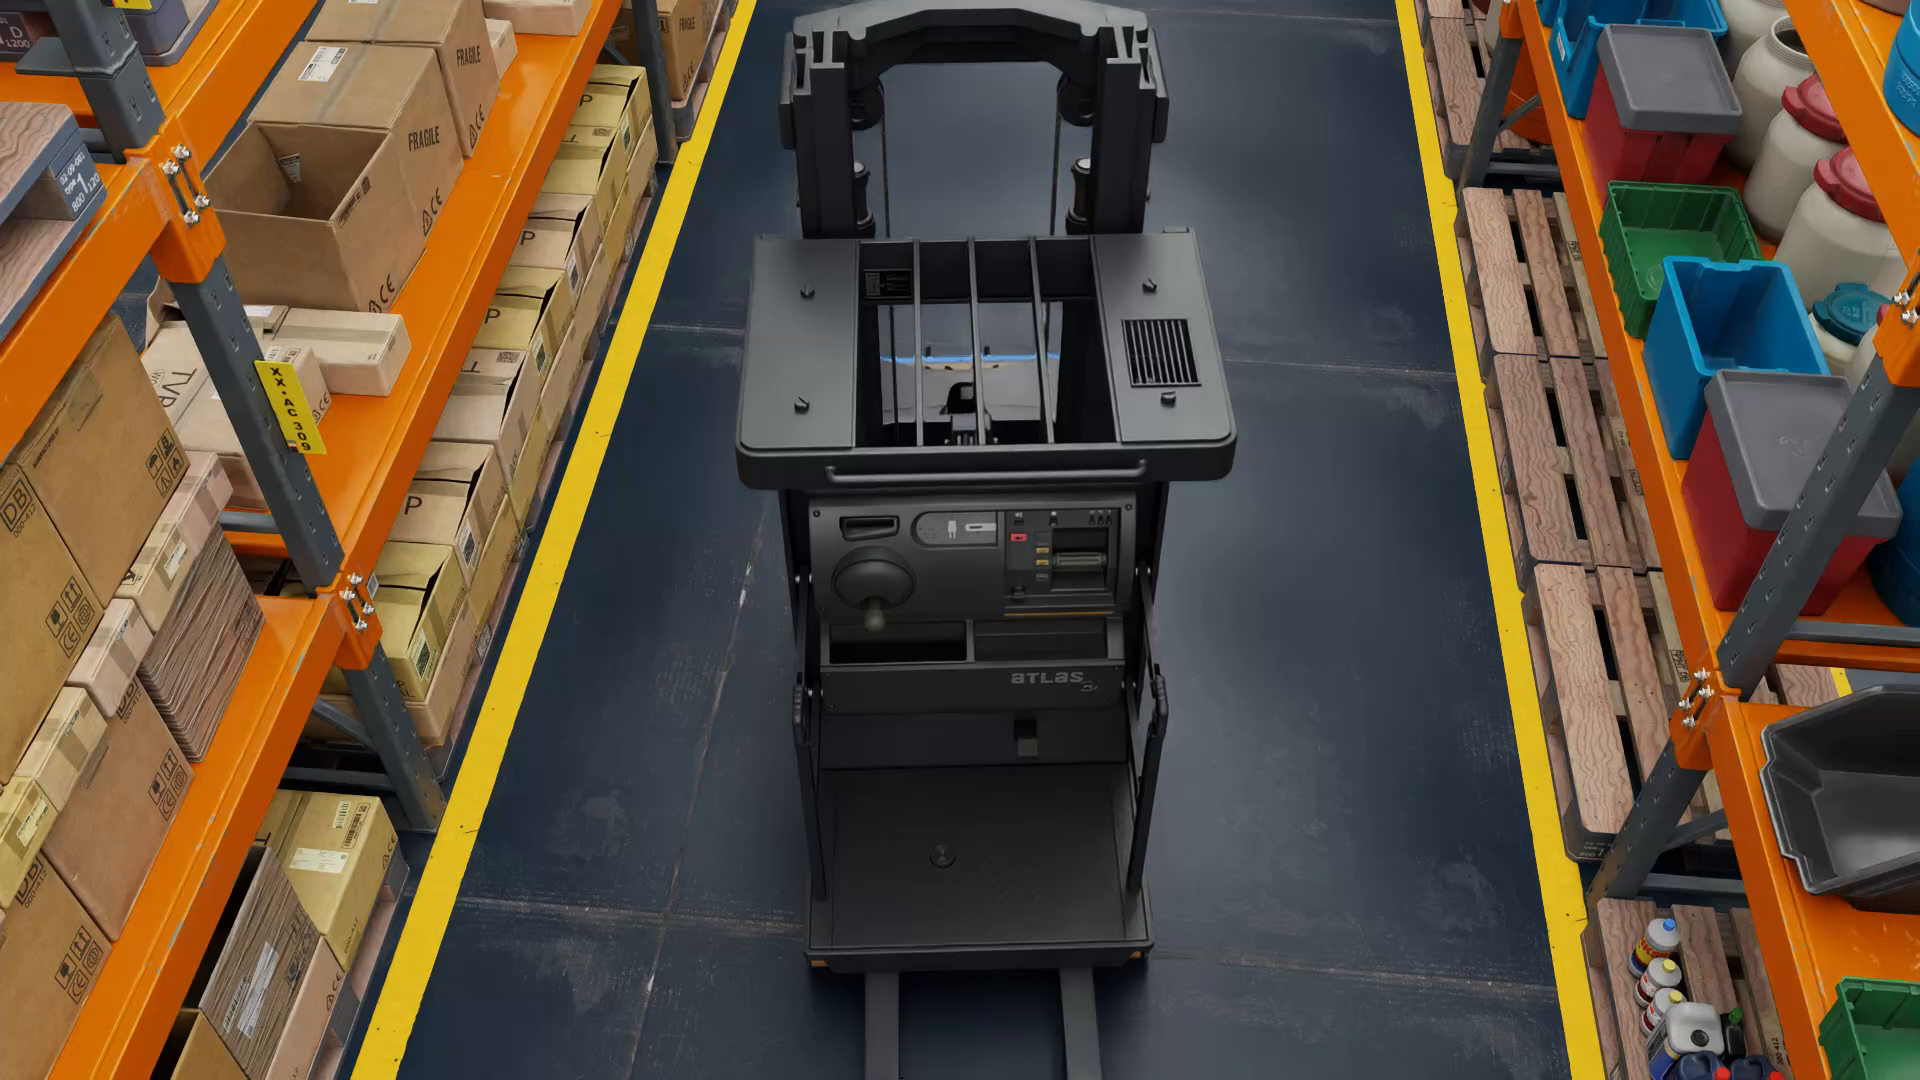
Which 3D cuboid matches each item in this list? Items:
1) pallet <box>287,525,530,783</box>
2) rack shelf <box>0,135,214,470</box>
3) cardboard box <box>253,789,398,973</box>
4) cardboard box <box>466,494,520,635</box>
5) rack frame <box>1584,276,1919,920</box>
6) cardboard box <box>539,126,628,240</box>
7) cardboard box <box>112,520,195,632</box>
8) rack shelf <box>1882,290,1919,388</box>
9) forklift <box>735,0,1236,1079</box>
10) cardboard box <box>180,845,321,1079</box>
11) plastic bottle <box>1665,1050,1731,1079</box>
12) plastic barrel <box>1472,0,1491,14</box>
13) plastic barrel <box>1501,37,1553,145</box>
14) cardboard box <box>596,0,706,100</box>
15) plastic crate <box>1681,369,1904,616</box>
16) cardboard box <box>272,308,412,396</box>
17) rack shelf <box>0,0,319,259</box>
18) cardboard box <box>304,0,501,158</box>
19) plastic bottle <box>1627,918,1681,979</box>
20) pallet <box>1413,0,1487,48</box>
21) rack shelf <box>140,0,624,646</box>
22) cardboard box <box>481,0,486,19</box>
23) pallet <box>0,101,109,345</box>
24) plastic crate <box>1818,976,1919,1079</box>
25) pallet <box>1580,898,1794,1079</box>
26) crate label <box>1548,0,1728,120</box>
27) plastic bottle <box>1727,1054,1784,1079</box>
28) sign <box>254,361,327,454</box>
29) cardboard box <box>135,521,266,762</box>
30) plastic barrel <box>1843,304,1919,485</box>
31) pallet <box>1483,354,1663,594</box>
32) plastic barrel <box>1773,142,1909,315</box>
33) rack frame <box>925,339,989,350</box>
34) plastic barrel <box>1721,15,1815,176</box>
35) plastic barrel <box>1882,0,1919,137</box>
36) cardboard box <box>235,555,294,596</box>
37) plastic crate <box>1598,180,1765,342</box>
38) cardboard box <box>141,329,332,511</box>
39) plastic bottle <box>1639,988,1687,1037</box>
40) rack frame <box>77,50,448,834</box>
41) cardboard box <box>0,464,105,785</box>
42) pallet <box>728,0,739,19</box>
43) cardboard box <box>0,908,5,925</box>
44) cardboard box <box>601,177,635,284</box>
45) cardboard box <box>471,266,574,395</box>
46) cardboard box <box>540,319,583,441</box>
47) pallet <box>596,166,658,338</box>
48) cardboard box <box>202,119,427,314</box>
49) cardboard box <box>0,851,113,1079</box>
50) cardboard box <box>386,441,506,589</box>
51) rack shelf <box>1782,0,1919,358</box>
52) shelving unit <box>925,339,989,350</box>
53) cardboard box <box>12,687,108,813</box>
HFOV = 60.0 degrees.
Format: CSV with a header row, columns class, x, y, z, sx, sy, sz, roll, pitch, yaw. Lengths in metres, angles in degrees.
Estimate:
class,x,y,z,sx,sy,sz,roll,pitch,yaw
pallet,-2.291,0.333,6.302,1.003,0.211,1.213,4,48,4
rack shelf,-2.502,0.636,2.590,1.077,0.370,4.000,4,48,4
cardboard box,-2.144,1.077,5.311,0.500,0.250,0.500,4,48,4
cardboard box,-1.988,0.067,6.235,0.500,0.250,0.500,5,48,5
rack frame,2.613,0.272,4.469,1.000,3.000,0.127,4,48,4
cardboard box,-1.798,-1.623,7.400,0.500,0.311,0.500,3,48,3
cardboard box,-2.156,0.079,4.138,0.380,0.149,0.250,3,48,3
rack shelf,2.431,0.972,2.283,1.077,0.370,4.000,4,48,4
forklift,0.045,0.143,4.633,1.130,2.935,3.031,-1,48,-1
cardboard box,-2.201,1.191,4.698,0.500,0.500,0.500,4,48,4
plastic bottle,2.126,1.582,4.767,0.144,0.351,0.185,5,48,5
plastic barrel,3.108,-3.186,8.981,0.600,0.588,0.708,4,48,4
plastic barrel,3.005,-2.438,8.133,0.600,0.830,0.708,4,48,4
cardboard box,-1.629,-2.624,8.513,0.500,0.500,0.500,6,48,5
plastic crate,2.352,-0.126,4.789,0.402,0.464,0.583,4,48,4
cardboard box,-2.035,-0.617,5.452,0.380,0.149,0.250,4,48,4
rack shelf,-2.137,-2.303,5.279,1.077,0.370,4.000,4,48,4
cardboard box,-2.092,-1.803,6.299,0.500,0.500,0.500,2,48,1
plastic bottle,2.147,1.249,5.126,0.097,0.271,0.097,0,48,0
pallet,3.121,-3.203,9.536,1.003,0.211,1.213,4,48,4
rack shelf,-2.137,-1.291,6.386,1.077,0.370,4.000,4,48,4
cardboard box,-2.229,-2.329,6.908,0.500,0.311,0.500,3,48,3
pallet,-2.372,-0.418,3.127,1.003,0.211,1.213,4,48,4
plastic crate,2.208,1.322,3.652,0.450,0.188,0.662,4,48,4
pallet,2.510,1.703,5.049,1.003,0.211,1.213,4,48,4
crate label,2.617,-1.968,6.493,0.502,0.435,0.616,4,48,4
plastic bottle,2.270,1.592,4.758,0.144,0.351,0.185,4,48,4
sign,-1.767,-0.347,4.394,0.100,0.325,0.005,4,48,4
cardboard box,-2.354,0.229,4.440,0.700,0.500,0.500,3,48,3
plastic barrel,2.918,-0.463,5.048,0.433,0.535,0.433,0,48,0
pallet,2.754,-0.266,6.850,1.003,0.211,1.213,4,48,4
plastic barrel,2.985,-1.002,5.541,0.433,0.535,0.433,0,48,0
rack frame,-0.011,-0.443,6.546,0.240,0.900,0.006,-1,48,-1
plastic barrel,3.058,-1.626,6.128,0.421,0.512,0.421,0,48,0
plastic barrel,2.443,-1.298,3.532,0.600,0.901,0.708,4,48,4
cardboard box,-2.568,0.216,5.719,0.500,0.311,0.500,4,48,4
plastic crate,2.490,-0.956,5.735,0.450,0.188,0.662,4,48,4
cardboard box,-2.318,-0.378,5.165,0.500,0.250,0.500,7,48,6
plastic bottle,2.129,1.422,5.015,0.097,0.201,0.097,0,48,0
rack frame,-2.320,-0.064,4.776,1.000,3.000,0.127,4,48,4
cardboard box,-2.399,0.162,3.622,0.700,0.500,0.500,4,48,3
pallet,-1.736,-3.503,9.811,1.003,0.211,1.213,4,48,4
cardboard box,-2.248,0.830,3.450,0.380,0.149,0.250,5,48,5
cardboard box,-1.804,-1.435,7.609,0.500,0.250,0.500,3,48,3
cardboard box,-1.895,-0.884,6.724,0.500,0.311,0.500,5,48,5
cardboard box,-1.896,-0.688,6.925,0.500,0.250,0.500,5,48,4
pallet,-2.069,-1.460,7.942,1.003,0.211,1.213,4,48,4
cardboard box,-2.185,-1.048,5.608,0.500,0.500,0.500,7,48,6
cardboard box,-2.445,0.985,3.749,0.700,0.500,0.500,5,48,4
cardboard box,-1.983,-0.122,6.027,0.500,0.311,0.500,3,48,3
rack shelf,2.795,-1.968,4.972,1.077,0.370,4.000,4,48,4
shelving unit,-0.008,-0.368,6.477,0.258,0.900,0.210,-1,48,-1
cardboard box,-2.200,0.465,3.785,0.380,0.149,0.250,4,48,3
